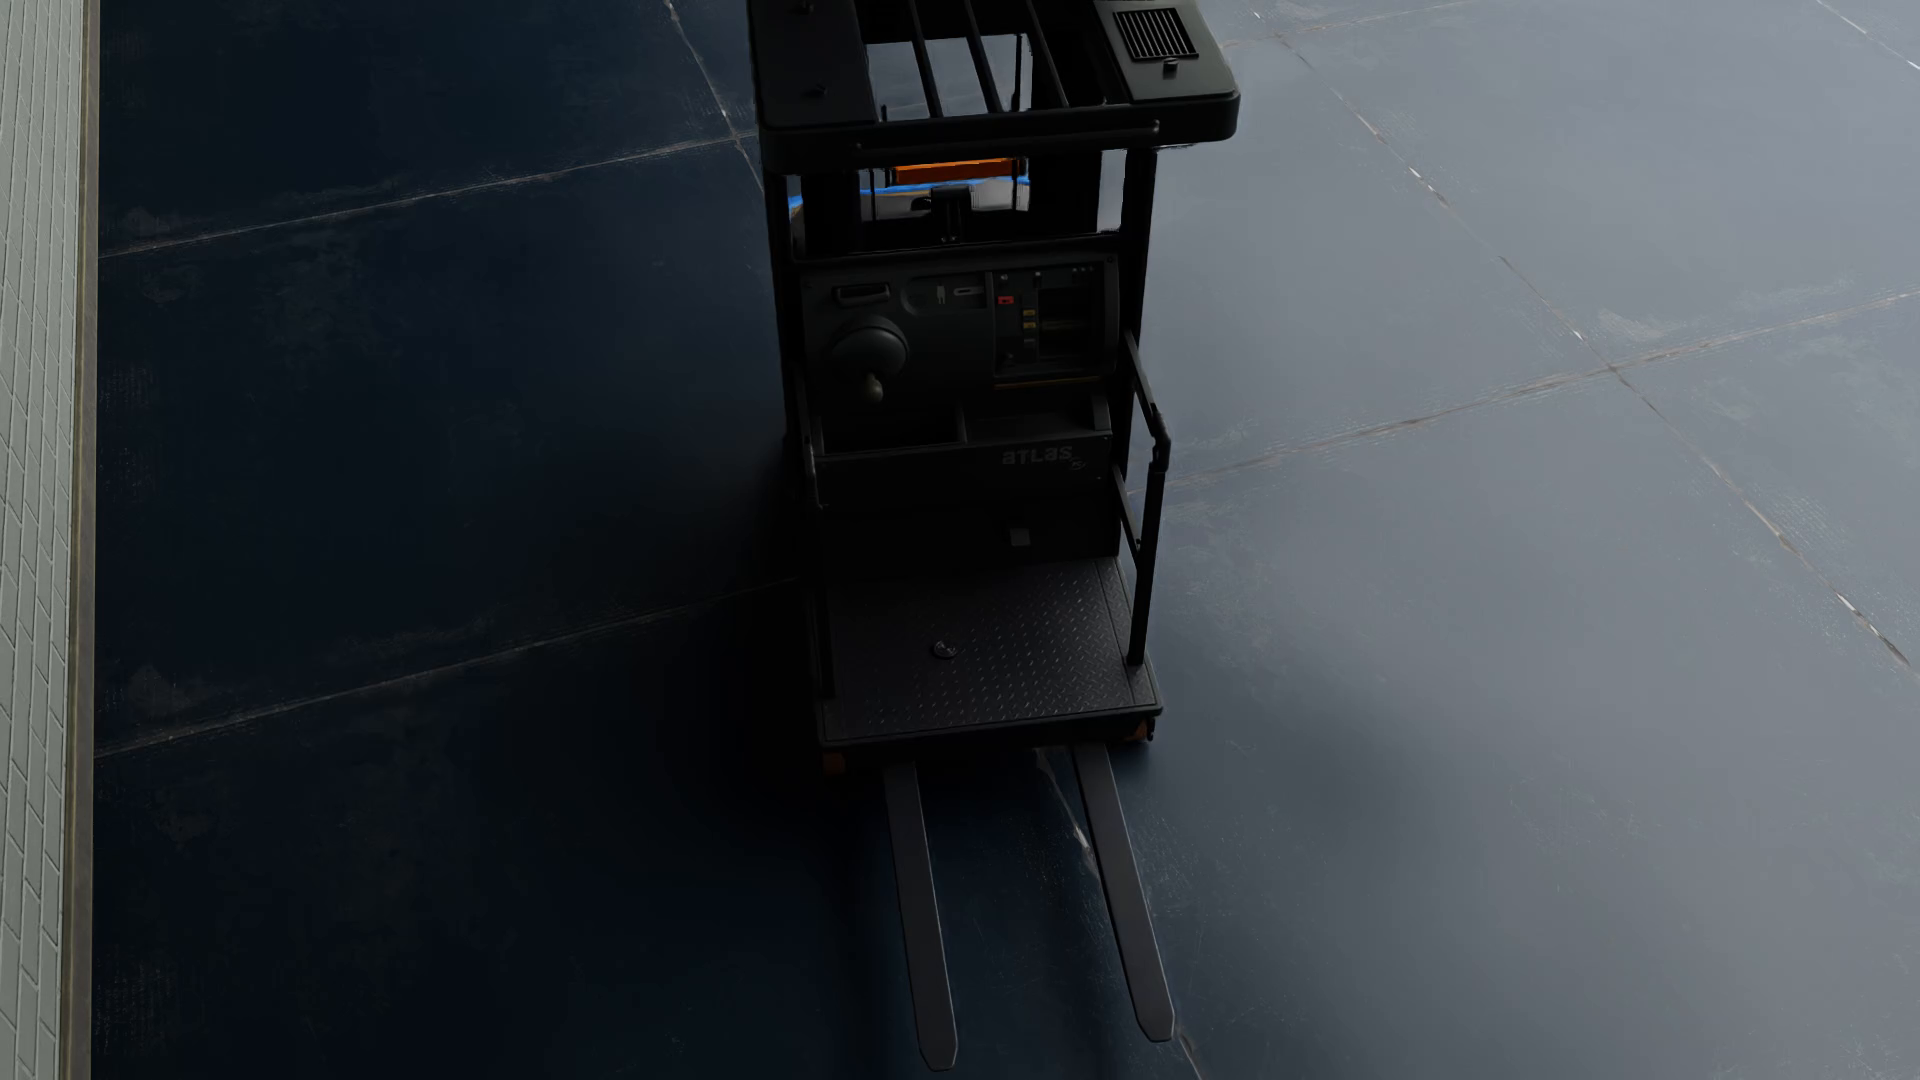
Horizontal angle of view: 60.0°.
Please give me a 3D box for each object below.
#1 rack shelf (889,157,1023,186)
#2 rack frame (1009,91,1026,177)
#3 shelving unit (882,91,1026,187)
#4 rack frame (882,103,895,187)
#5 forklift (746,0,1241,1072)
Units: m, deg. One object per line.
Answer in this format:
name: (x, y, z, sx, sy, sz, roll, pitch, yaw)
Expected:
rack shelf: (-0.022, -1.419, 6.256, 0.480, 0.148, 0.258, -7, 43, -7)
rack frame: (0.221, -1.160, 6.552, 0.015, 1.200, 0.240, -7, 43, -7)
shelving unit: (-0.020, -1.131, 6.523, 0.503, 1.200, 0.258, -7, 43, -7)
rack frame: (-0.260, -1.102, 6.493, 0.015, 1.200, 0.240, -7, 43, -7)
forklift: (0.038, -0.533, 4.712, 1.130, 2.935, 3.031, -6, 45, -6)
